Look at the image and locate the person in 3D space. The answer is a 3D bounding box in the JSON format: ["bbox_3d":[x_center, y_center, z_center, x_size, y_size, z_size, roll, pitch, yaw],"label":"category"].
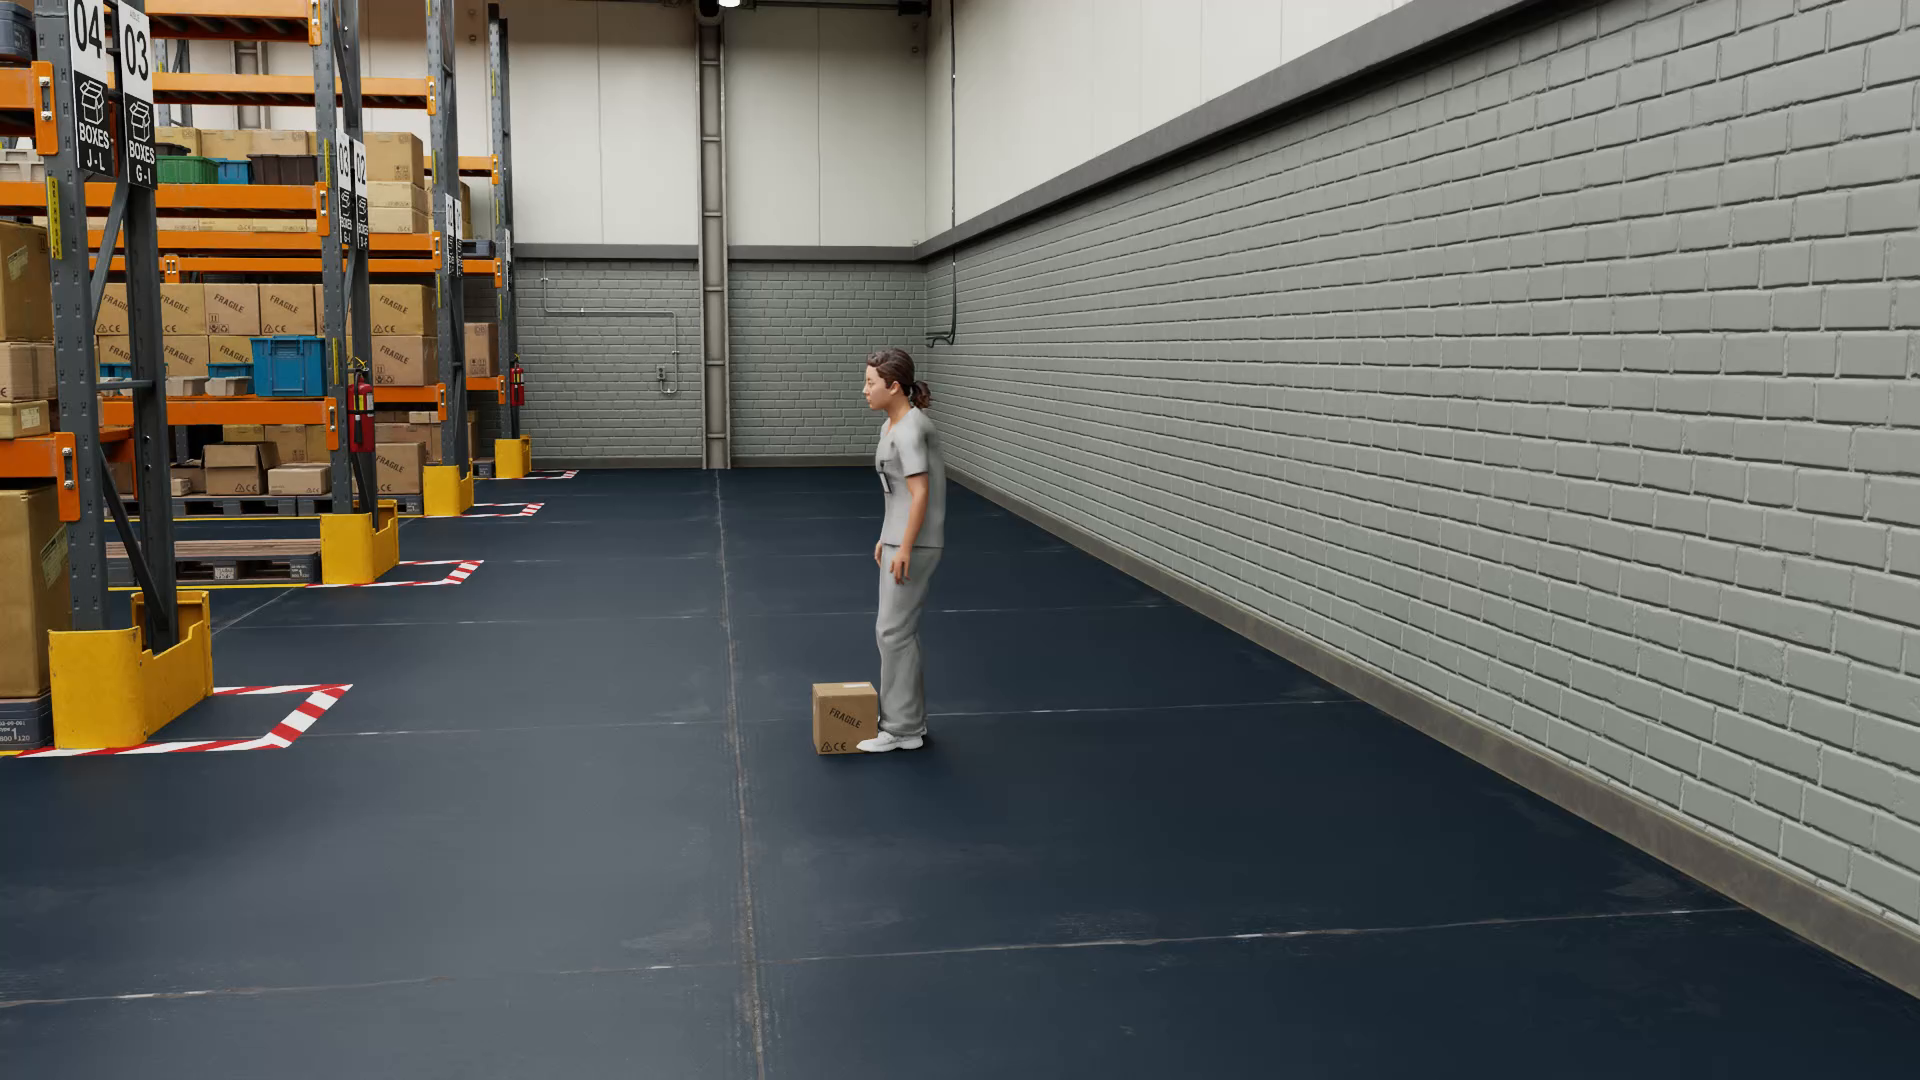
[{"bbox_3d":[-0.269,0.039,6.968,0.407,1.673,0.511,-1,7,-11],"label":"person"}]
